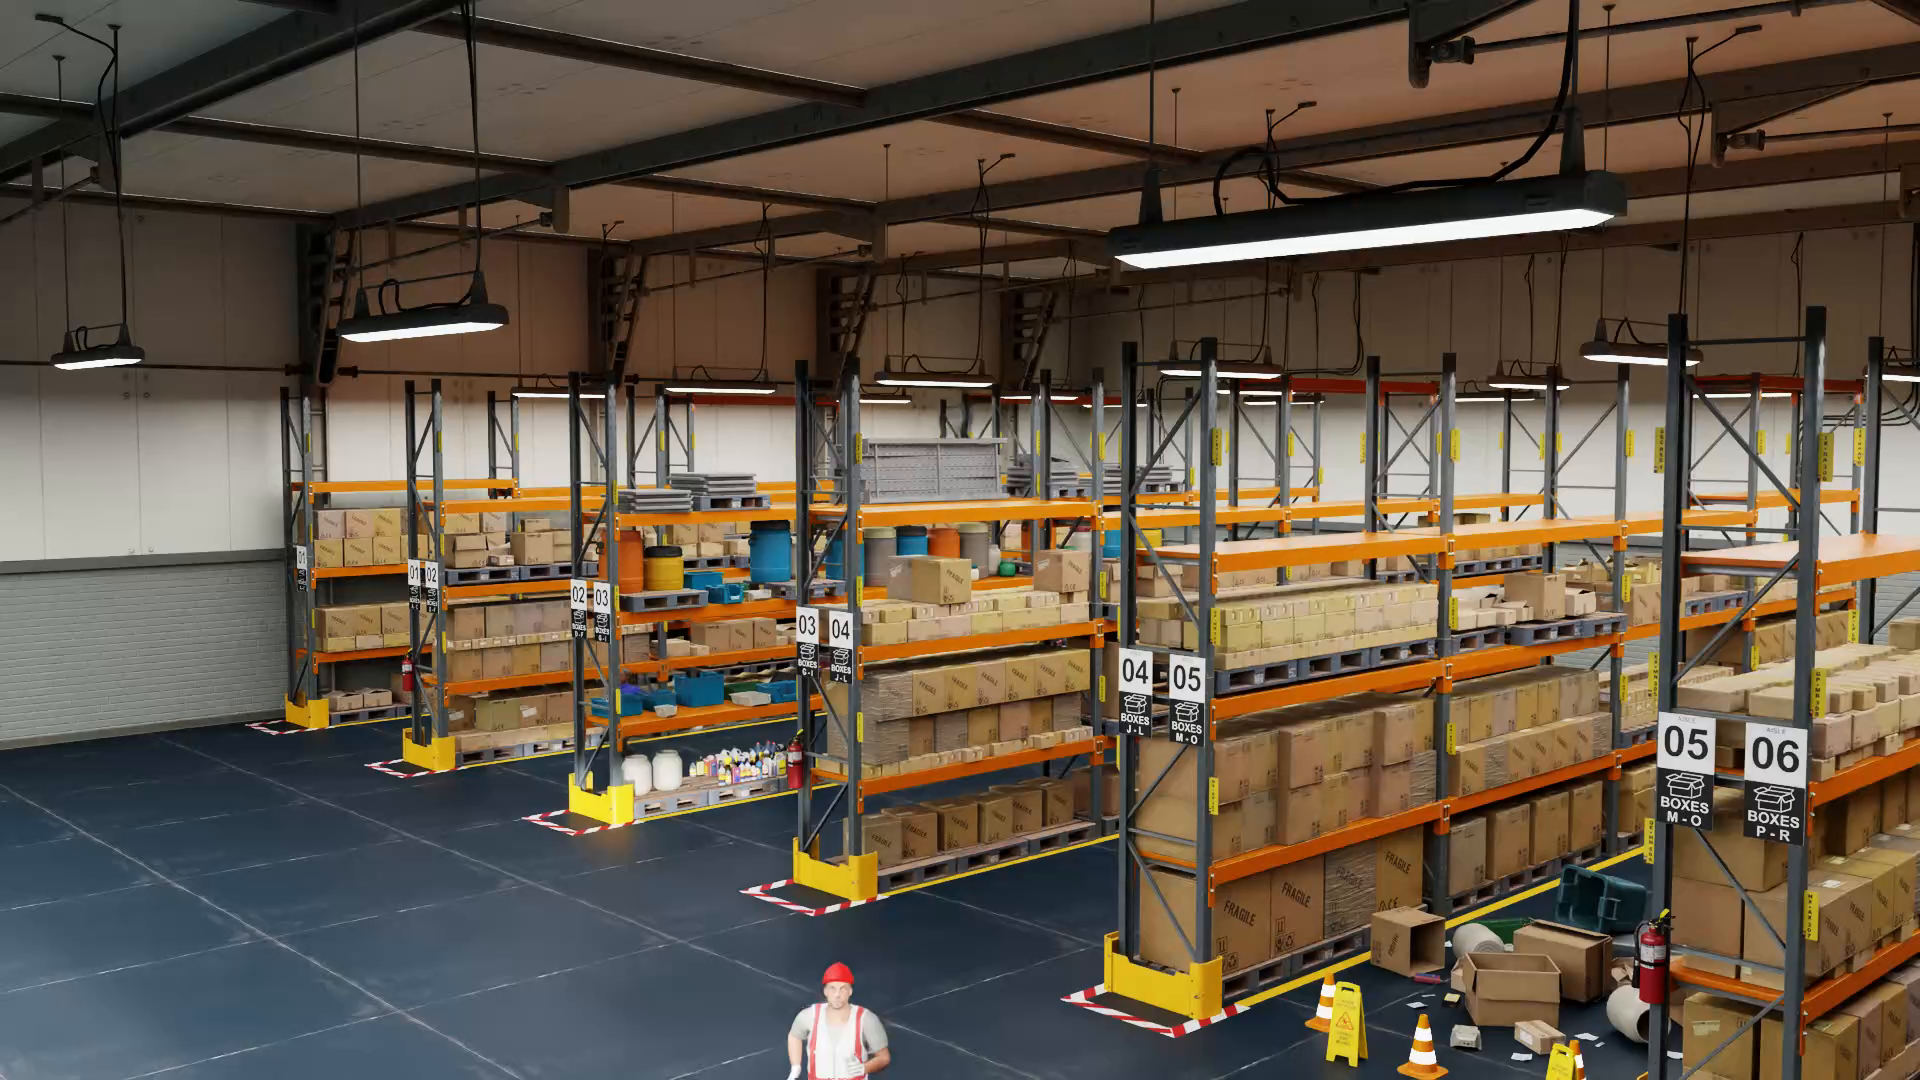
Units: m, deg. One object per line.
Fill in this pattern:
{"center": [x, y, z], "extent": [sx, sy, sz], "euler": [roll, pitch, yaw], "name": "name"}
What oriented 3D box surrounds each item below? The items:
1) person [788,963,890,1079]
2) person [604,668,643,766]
{"center": [-0.771, 3.565, 10.555], "extent": [0.659, 1.770, 1.004], "euler": [0, 4, -4], "name": "person"}
{"center": [-5.013, 2.768, 24.785], "extent": [0.555, 1.700, 0.702], "euler": [3, 5, 40], "name": "person"}
